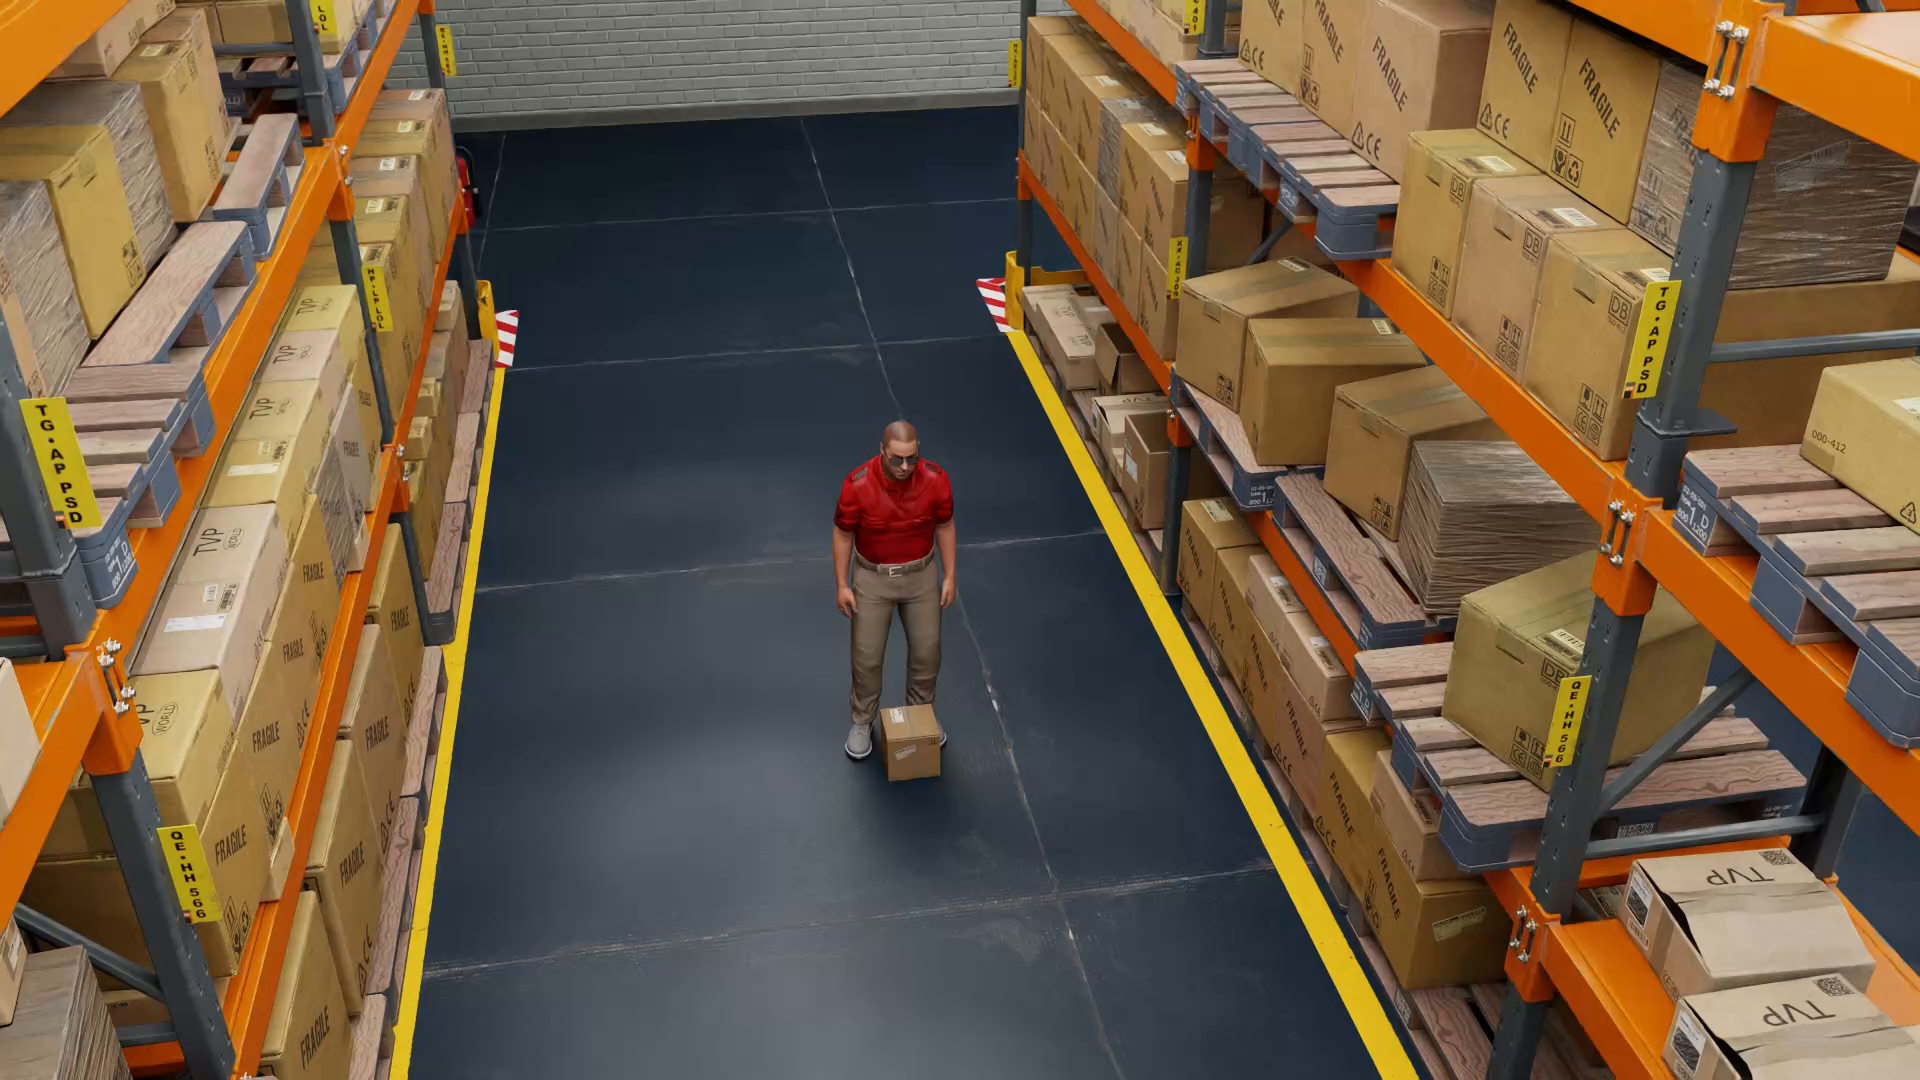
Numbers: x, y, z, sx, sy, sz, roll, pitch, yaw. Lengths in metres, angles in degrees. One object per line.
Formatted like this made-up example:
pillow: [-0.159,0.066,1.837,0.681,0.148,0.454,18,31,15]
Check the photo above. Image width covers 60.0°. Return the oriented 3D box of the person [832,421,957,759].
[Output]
person: [-0.298,0.205,7.803,0.584,1.726,0.391,-6,31,-10]
